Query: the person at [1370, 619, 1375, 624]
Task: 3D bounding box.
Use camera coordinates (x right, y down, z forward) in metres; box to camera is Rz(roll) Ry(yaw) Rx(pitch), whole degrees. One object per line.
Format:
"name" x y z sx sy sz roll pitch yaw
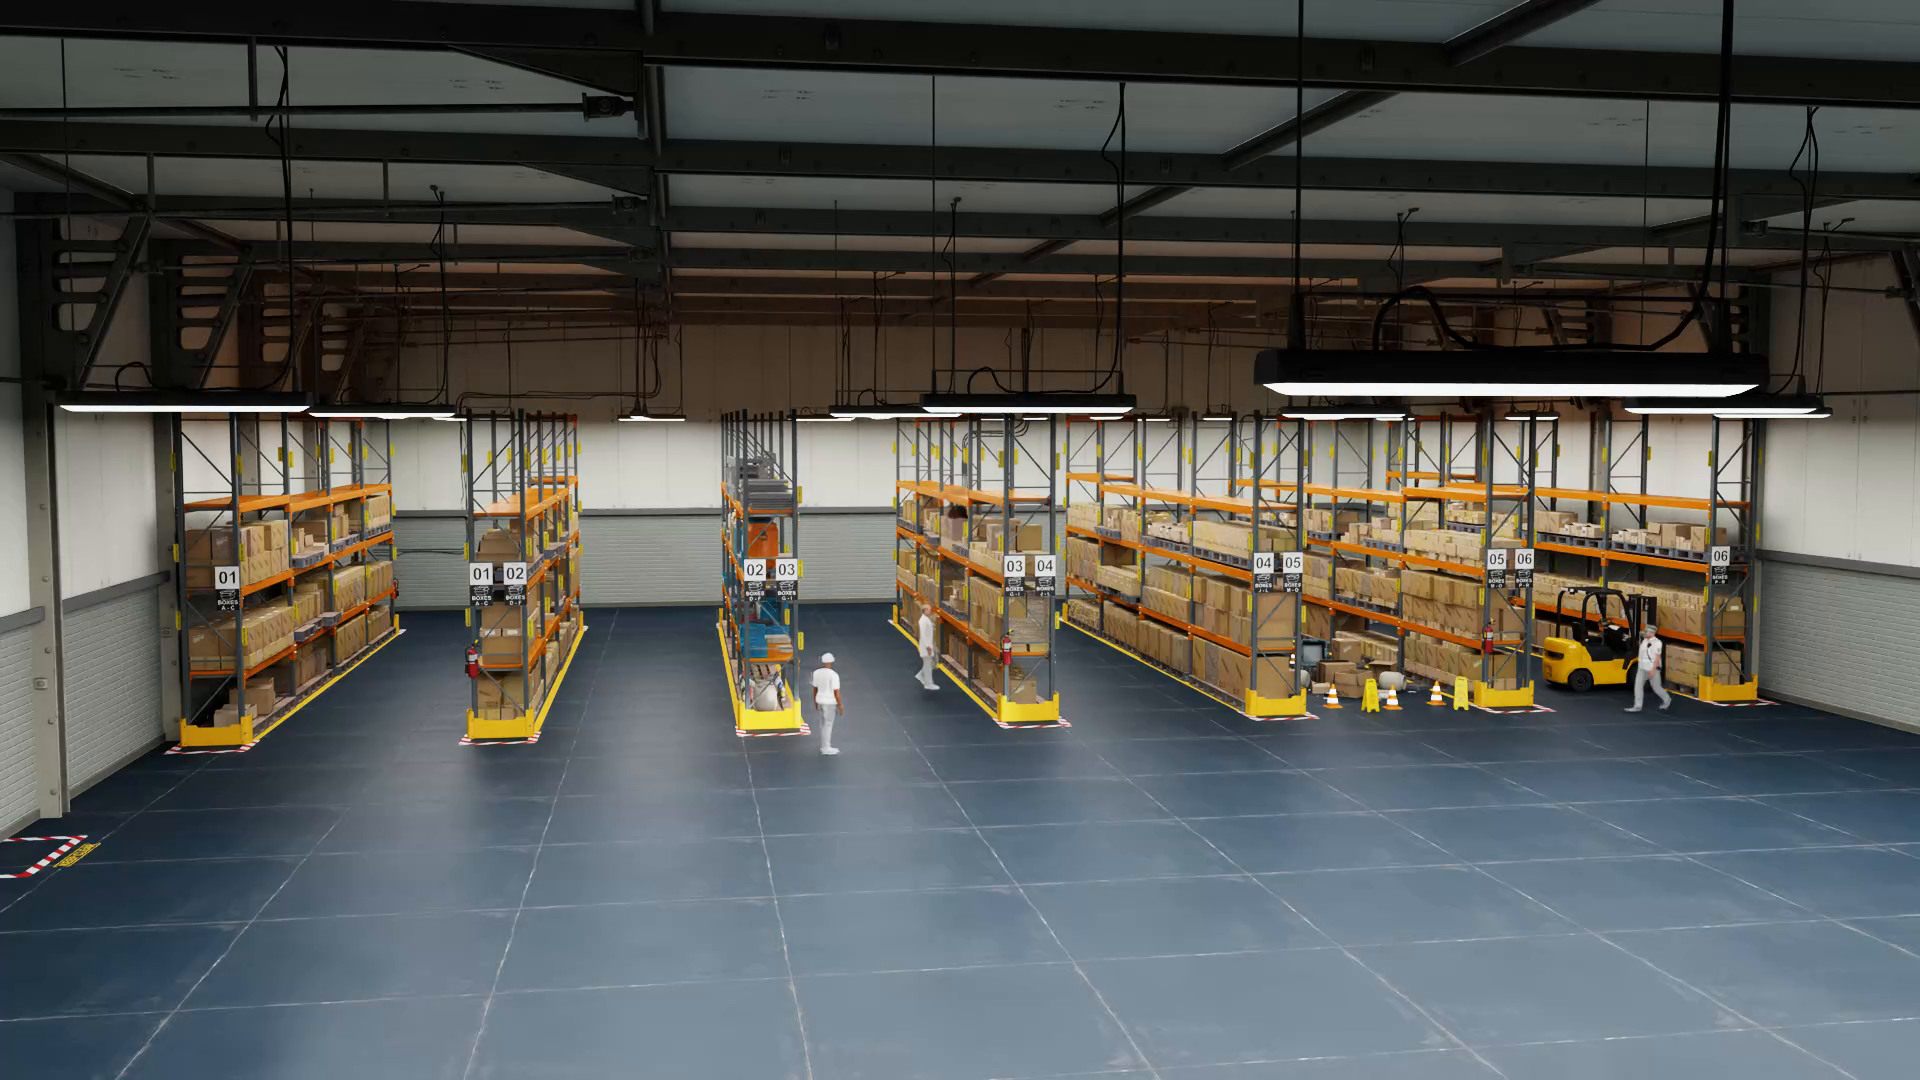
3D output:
"person" 11.749 1.565 47.748 0.420 1.673 0.480 0 4 -1

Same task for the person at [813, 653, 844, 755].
"person" -2.275 2.836 28.840 0.457 1.772 0.644 -2 5 -32

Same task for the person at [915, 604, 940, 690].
"person" -0.661 2.249 35.228 0.608 1.785 0.717 1 4 15

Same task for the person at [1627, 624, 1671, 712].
"person" 13.727 2.542 33.043 0.944 1.736 0.506 -2 5 -29

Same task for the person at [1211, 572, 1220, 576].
"person" 6.913 1.721 45.387 0.421 1.691 0.515 0 4 -4
